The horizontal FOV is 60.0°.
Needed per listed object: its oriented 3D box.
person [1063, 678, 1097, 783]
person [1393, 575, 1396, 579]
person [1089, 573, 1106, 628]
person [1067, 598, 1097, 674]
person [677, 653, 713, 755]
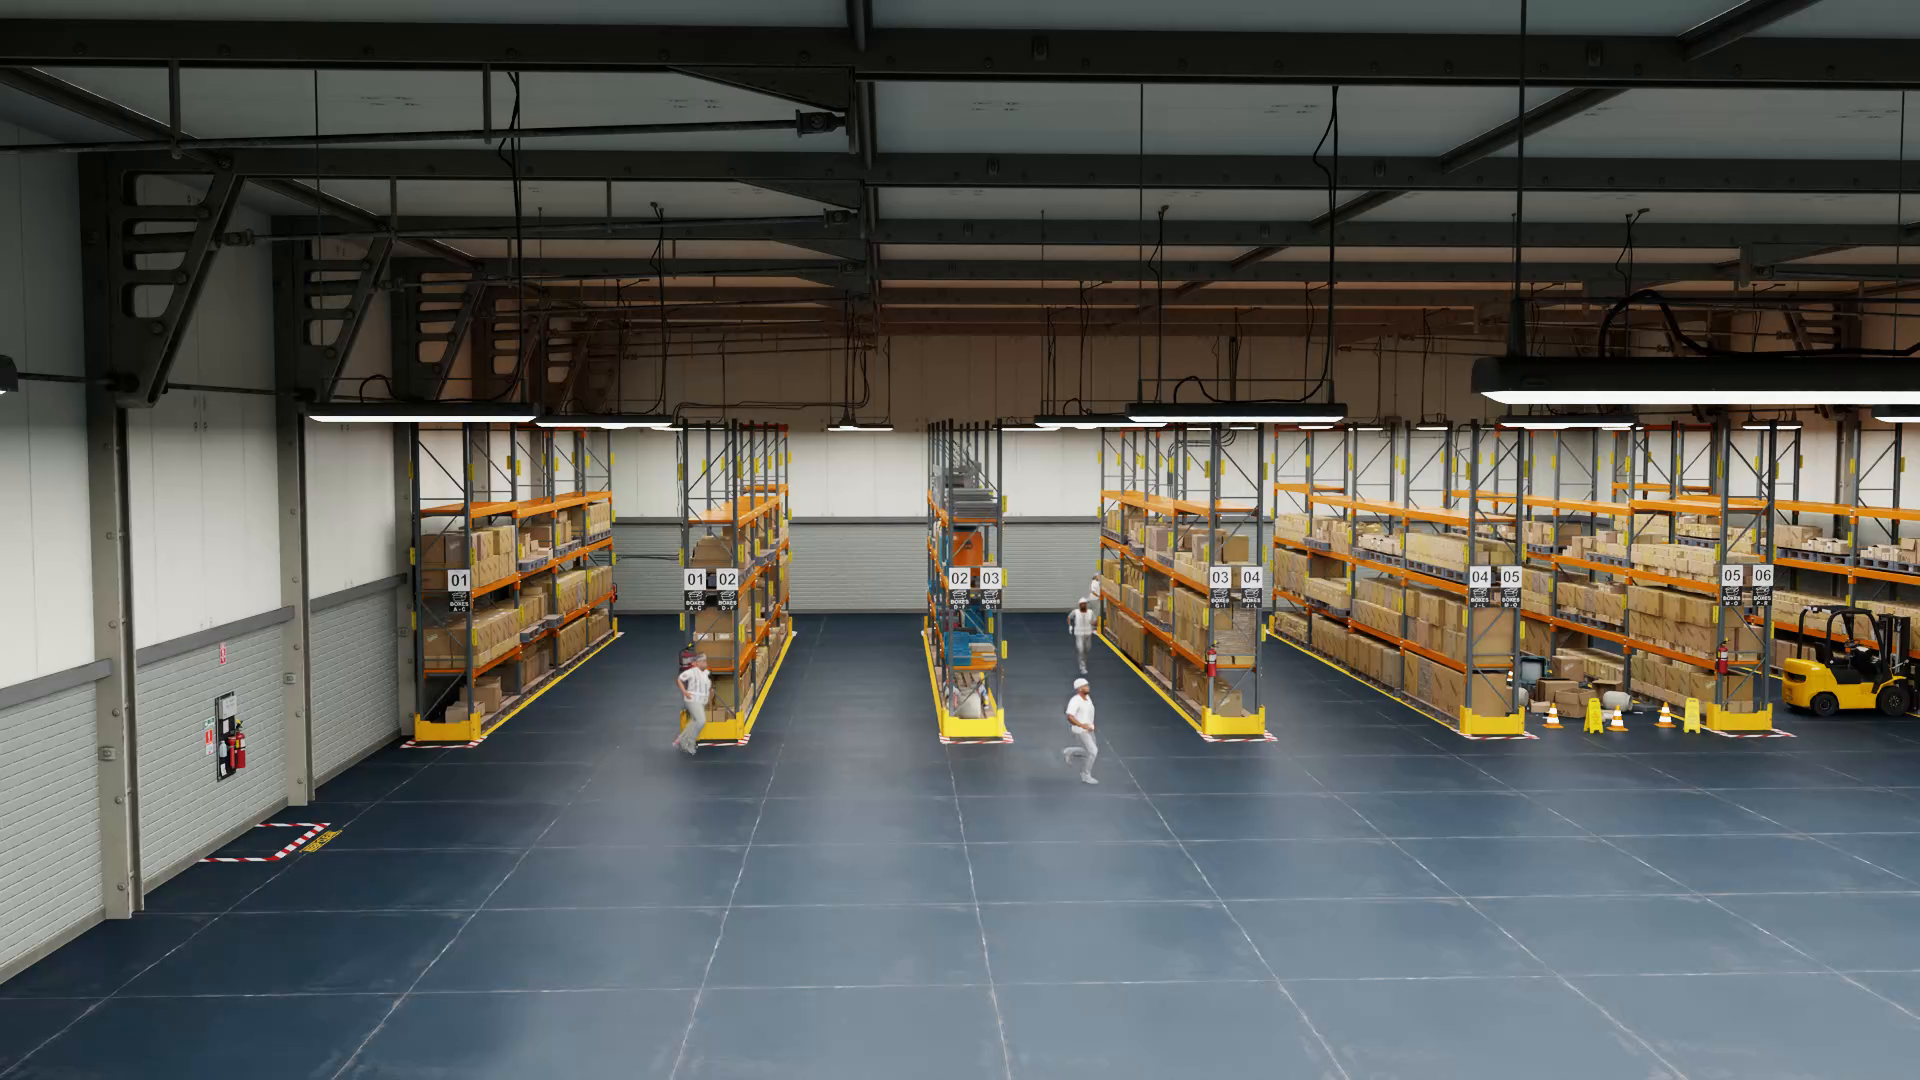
[{"bbox_3d":[1.977,3.123,27.383,0.661,1.707,0.720,2,4,25],"label":"person"},{"bbox_3d":[12.810,1.704,49.355,0.636,1.734,0.712,0,4,2],"label":"person"},{"bbox_3d":[4.039,1.770,49.018,0.550,1.631,0.569,1,4,18],"label":"person"},{"bbox_3d":[2.943,2.262,39.697,0.687,1.767,1.001,-1,4,-11],"label":"person"},{"bbox_3d":[-4.755,2.936,29.977,0.711,1.804,0.684,2,4,27],"label":"person"}]
